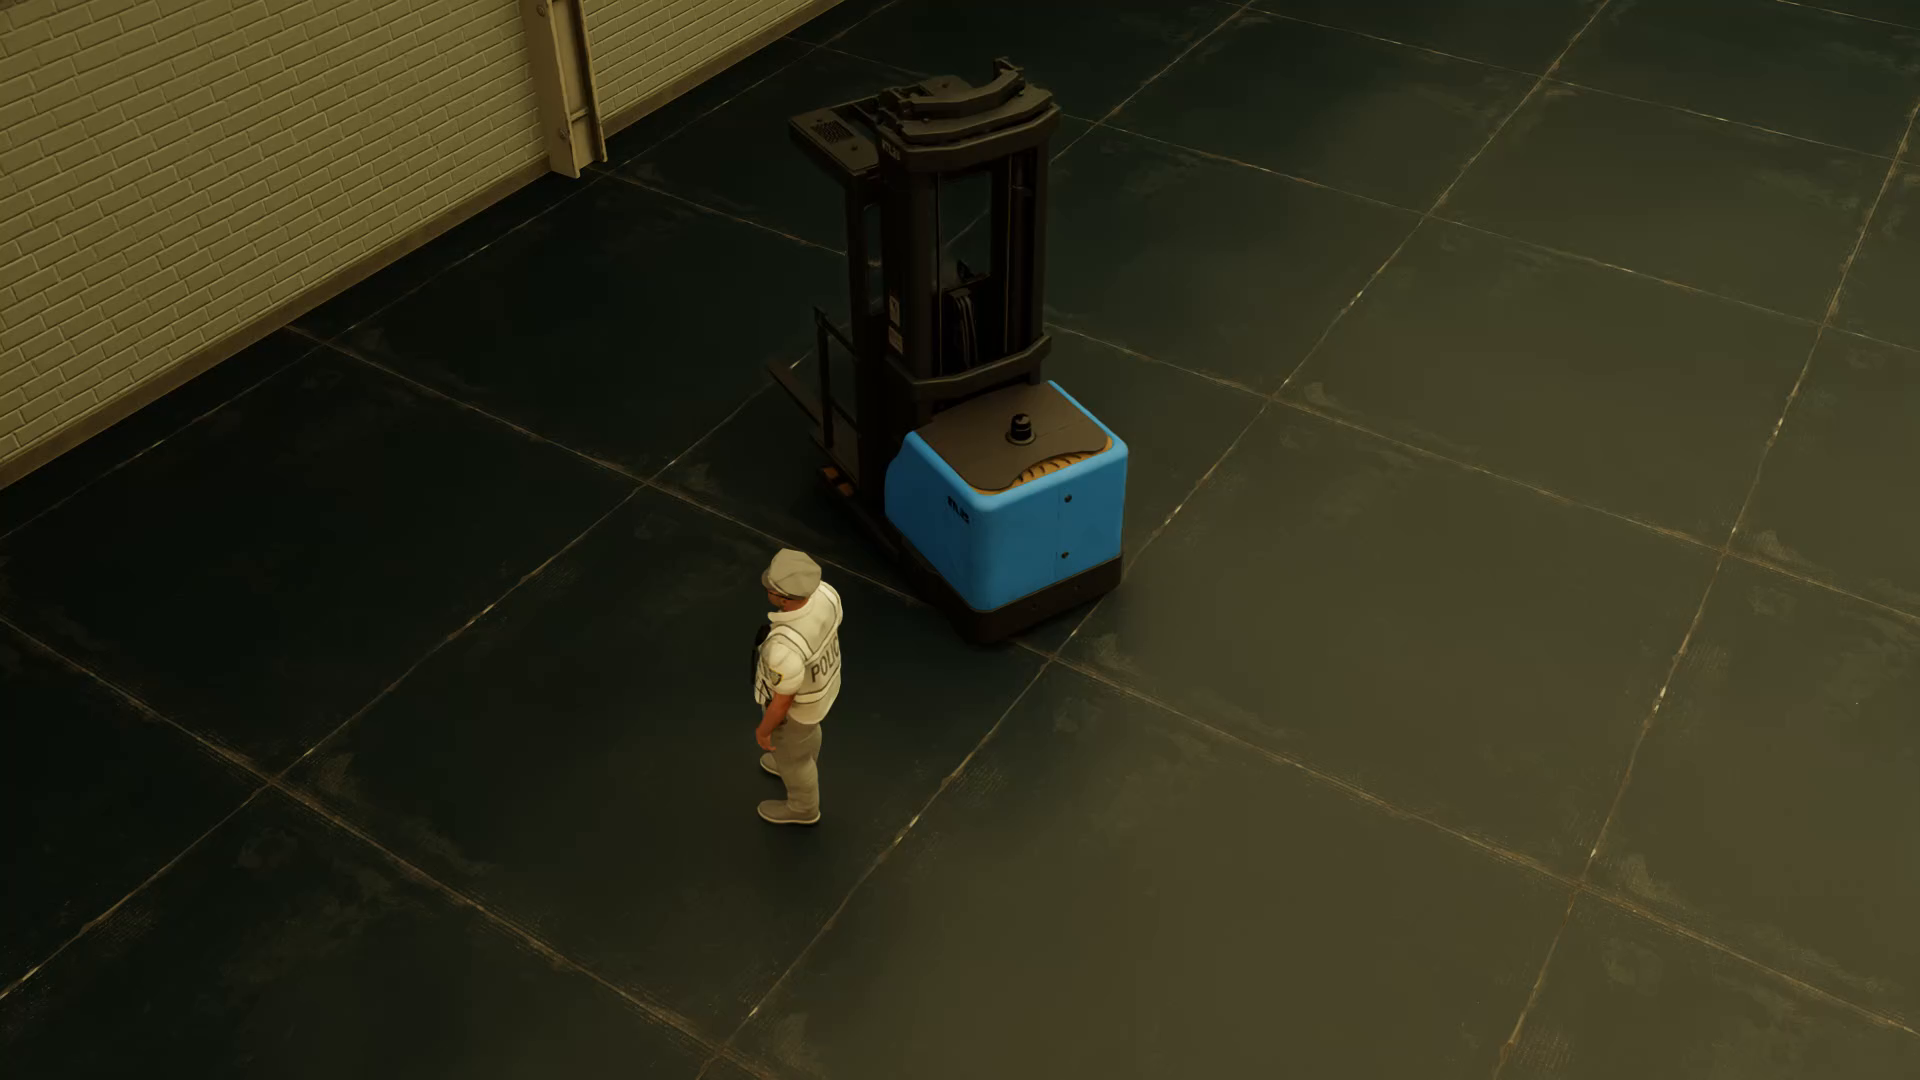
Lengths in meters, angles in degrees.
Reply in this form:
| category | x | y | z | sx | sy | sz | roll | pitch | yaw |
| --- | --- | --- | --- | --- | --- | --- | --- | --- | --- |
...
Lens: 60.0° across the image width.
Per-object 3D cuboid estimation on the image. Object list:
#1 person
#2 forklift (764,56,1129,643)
| category | x | y | z | sx | sy | sz | roll | pitch | yaw |
| --- | --- | --- | --- | --- | --- | --- | --- | --- | --- |
| person | -0.864 | 0.707 | 8.014 | 0.573 | 1.782 | 0.647 | 13 | 42 | 15 |
| forklift | -0.254 | -1.460 | 9.690 | 1.130 | 2.935 | 3.031 | -22 | 45 | -24 |
